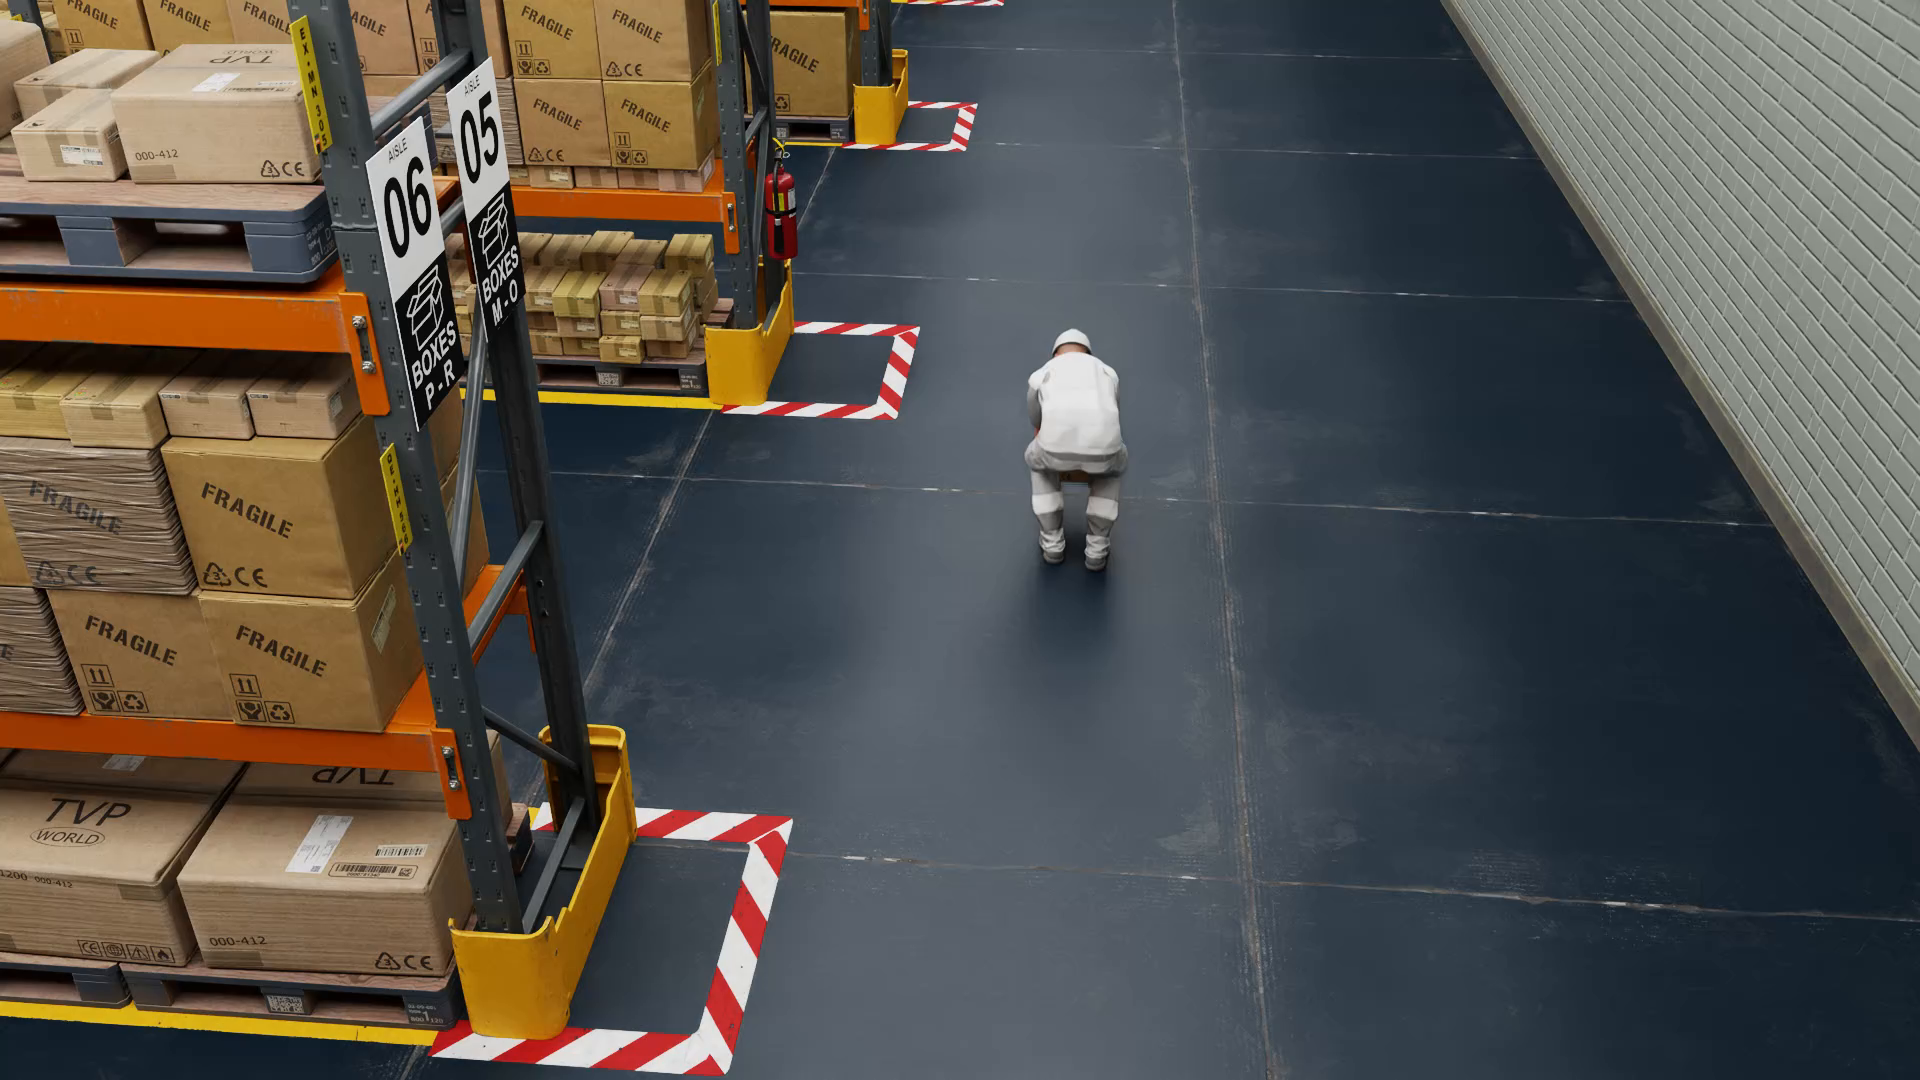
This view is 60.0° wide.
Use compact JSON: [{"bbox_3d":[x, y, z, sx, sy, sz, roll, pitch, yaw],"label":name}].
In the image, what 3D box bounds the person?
[{"bbox_3d":[0.595,-0.447,8.548,0.522,1.039,0.958,1,32,2],"label":"person"}]
